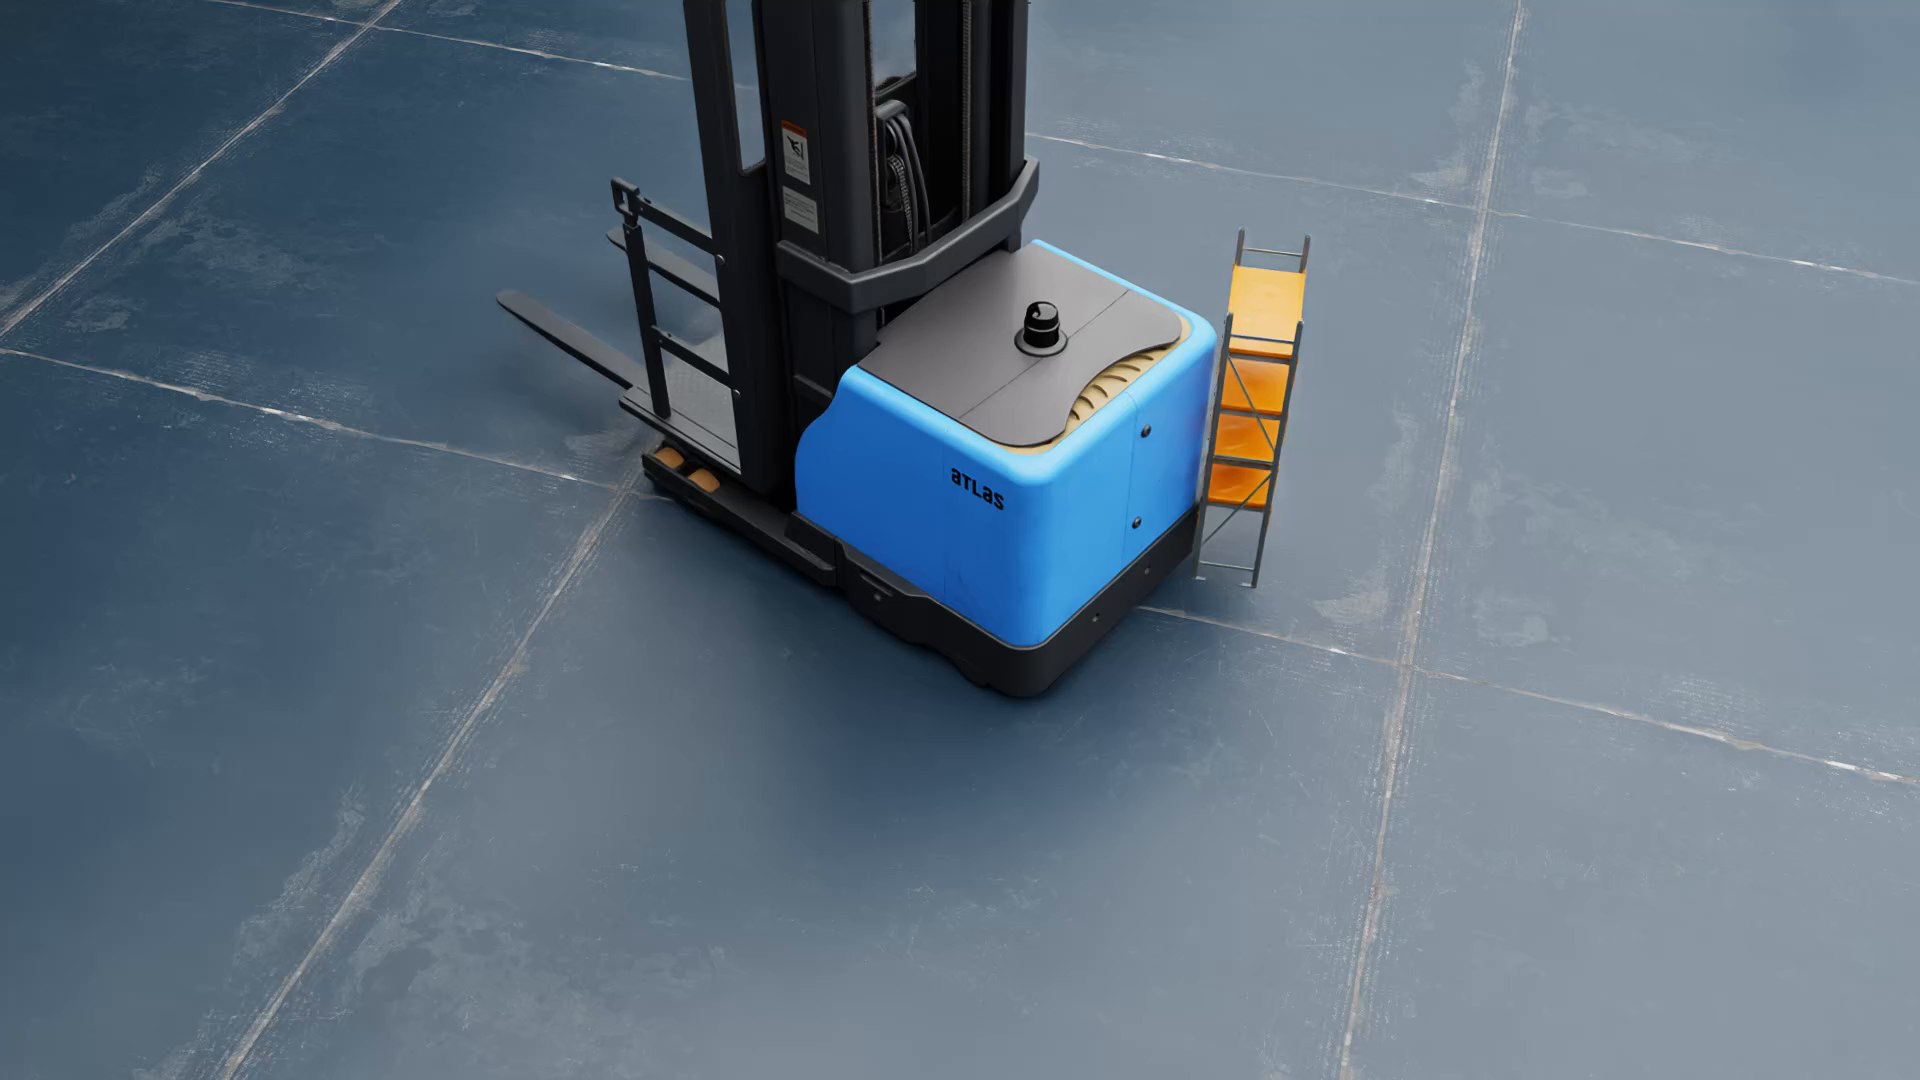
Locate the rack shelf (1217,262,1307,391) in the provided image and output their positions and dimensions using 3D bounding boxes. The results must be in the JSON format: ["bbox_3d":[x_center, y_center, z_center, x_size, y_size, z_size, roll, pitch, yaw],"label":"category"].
[{"bbox_3d":[1.013,-0.720,5.566,0.258,0.148,0.480,8,45,8],"label":"rack shelf"}]

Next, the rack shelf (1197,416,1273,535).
[{"bbox_3d":[1.013,-0.250,6.027,0.258,0.148,0.480,8,45,8],"label":"rack shelf"}]

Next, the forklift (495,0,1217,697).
[{"bbox_3d":[-0.588,-1.402,5.588,3.031,2.935,1.130,31,52,28],"label":"forklift"}]

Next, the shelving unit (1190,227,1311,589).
[{"bbox_3d":[1.013,-0.440,5.841,0.258,1.200,0.503,8,45,8],"label":"shelving unit"}]

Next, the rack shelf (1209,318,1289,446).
[{"bbox_3d":[1.013,-0.551,5.732,0.258,0.148,0.480,8,45,8],"label":"rack shelf"}]

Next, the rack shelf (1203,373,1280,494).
[{"bbox_3d":[1.013,-0.391,5.888,0.258,0.148,0.480,8,45,8],"label":"rack shelf"}]

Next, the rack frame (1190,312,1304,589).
[{"bbox_3d":[0.965,-0.272,5.670,0.240,1.200,0.015,8,45,8],"label":"rack frame"}]

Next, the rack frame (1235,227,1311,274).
[{"bbox_3d":[1.061,-0.607,6.012,0.240,1.200,0.015,8,45,8],"label":"rack frame"}]
